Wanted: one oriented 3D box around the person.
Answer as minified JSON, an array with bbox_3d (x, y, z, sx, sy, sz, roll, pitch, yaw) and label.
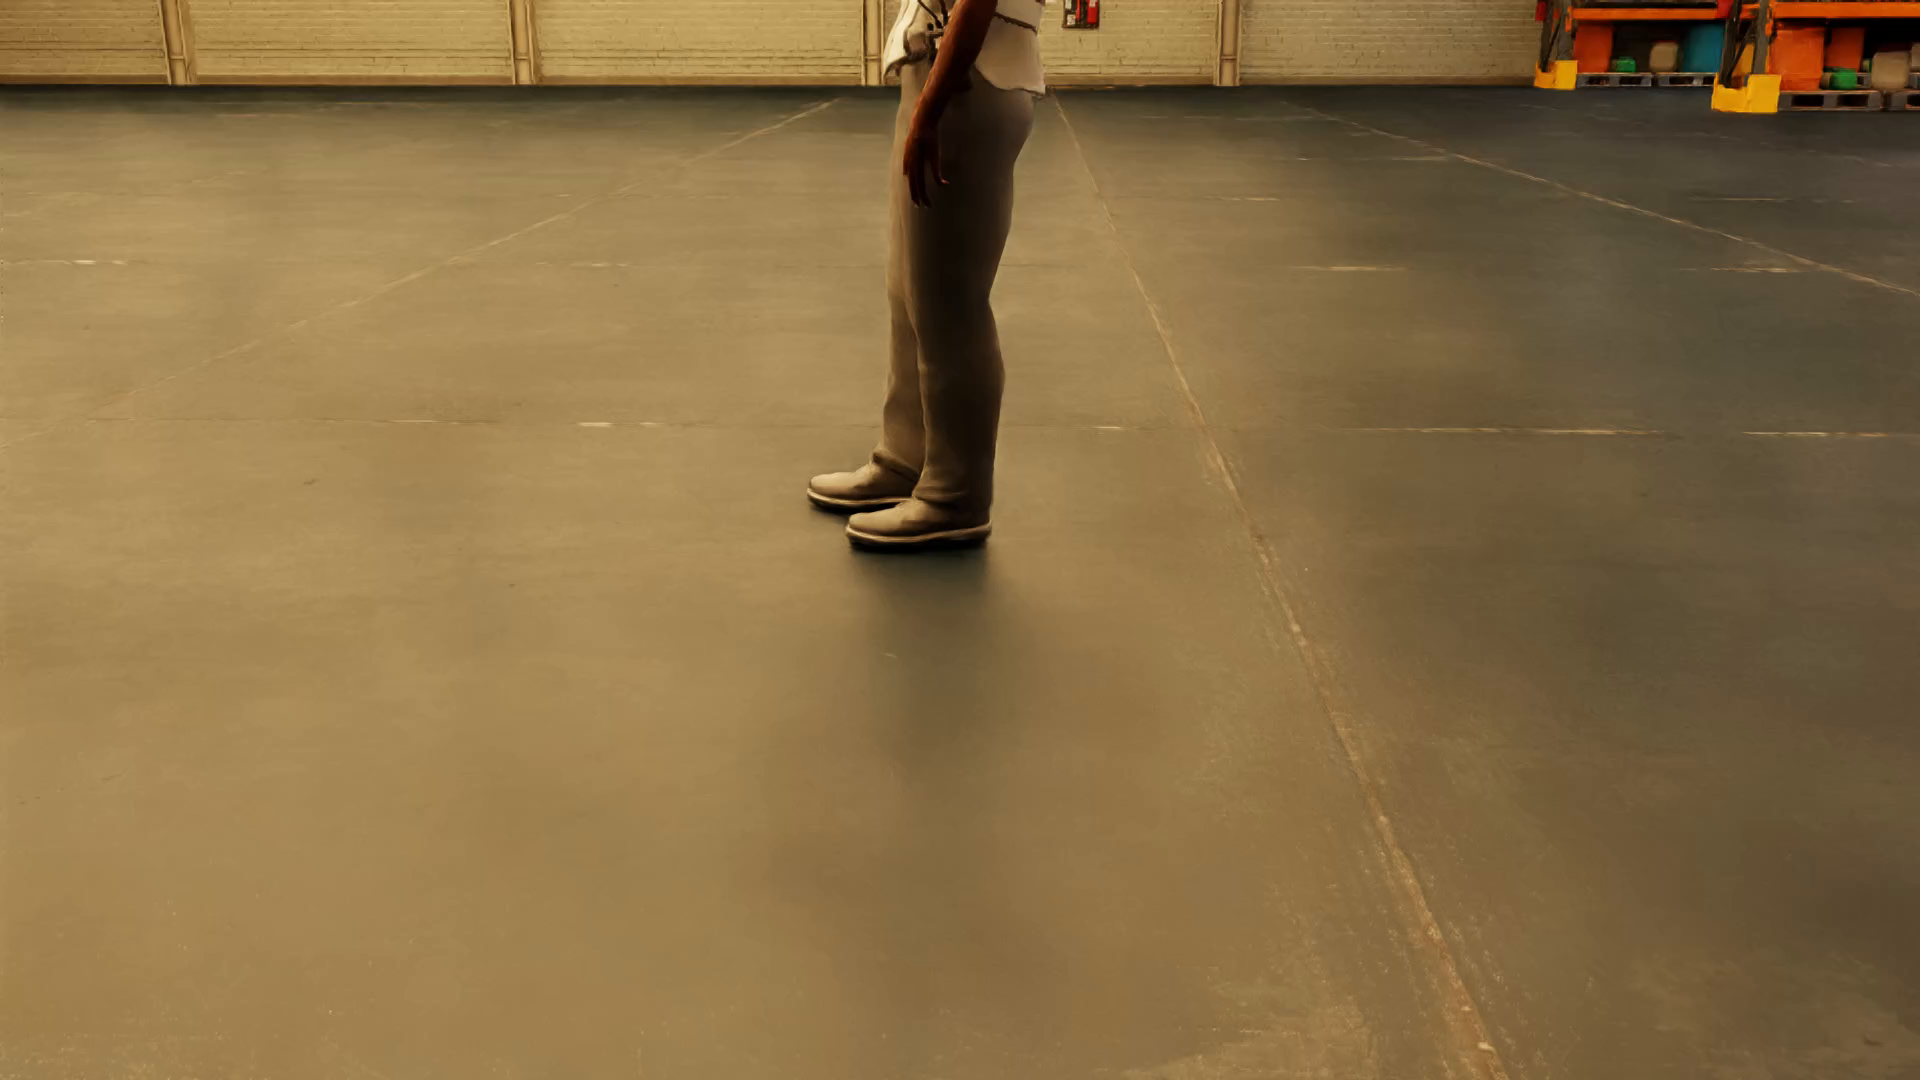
[{"bbox_3d":[-0.074,-0.823,3.139,0.529,1.695,0.570,1,17,2],"label":"person"}]
